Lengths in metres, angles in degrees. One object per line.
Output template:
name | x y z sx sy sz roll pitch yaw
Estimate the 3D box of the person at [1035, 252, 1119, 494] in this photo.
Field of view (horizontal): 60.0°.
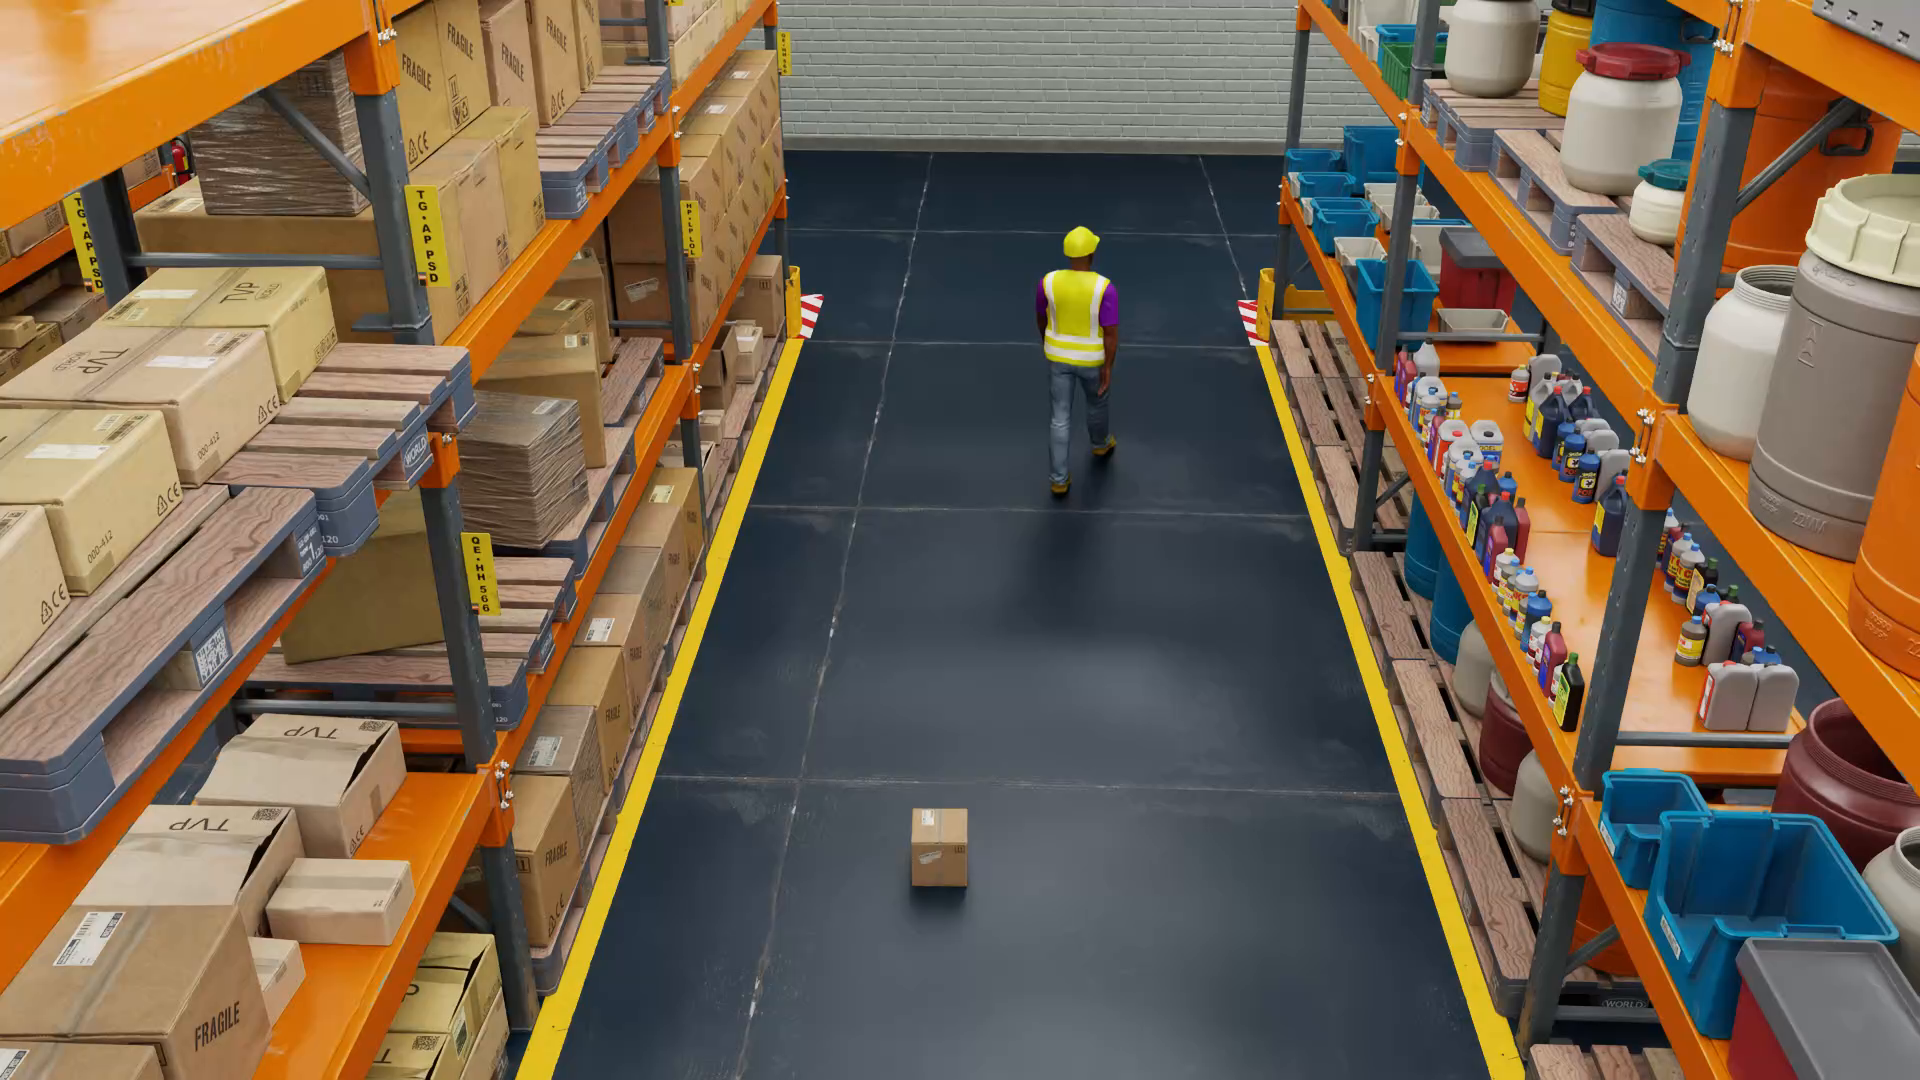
person | 0.784 -1.248 10.963 0.567 1.679 0.968 6 28 11
